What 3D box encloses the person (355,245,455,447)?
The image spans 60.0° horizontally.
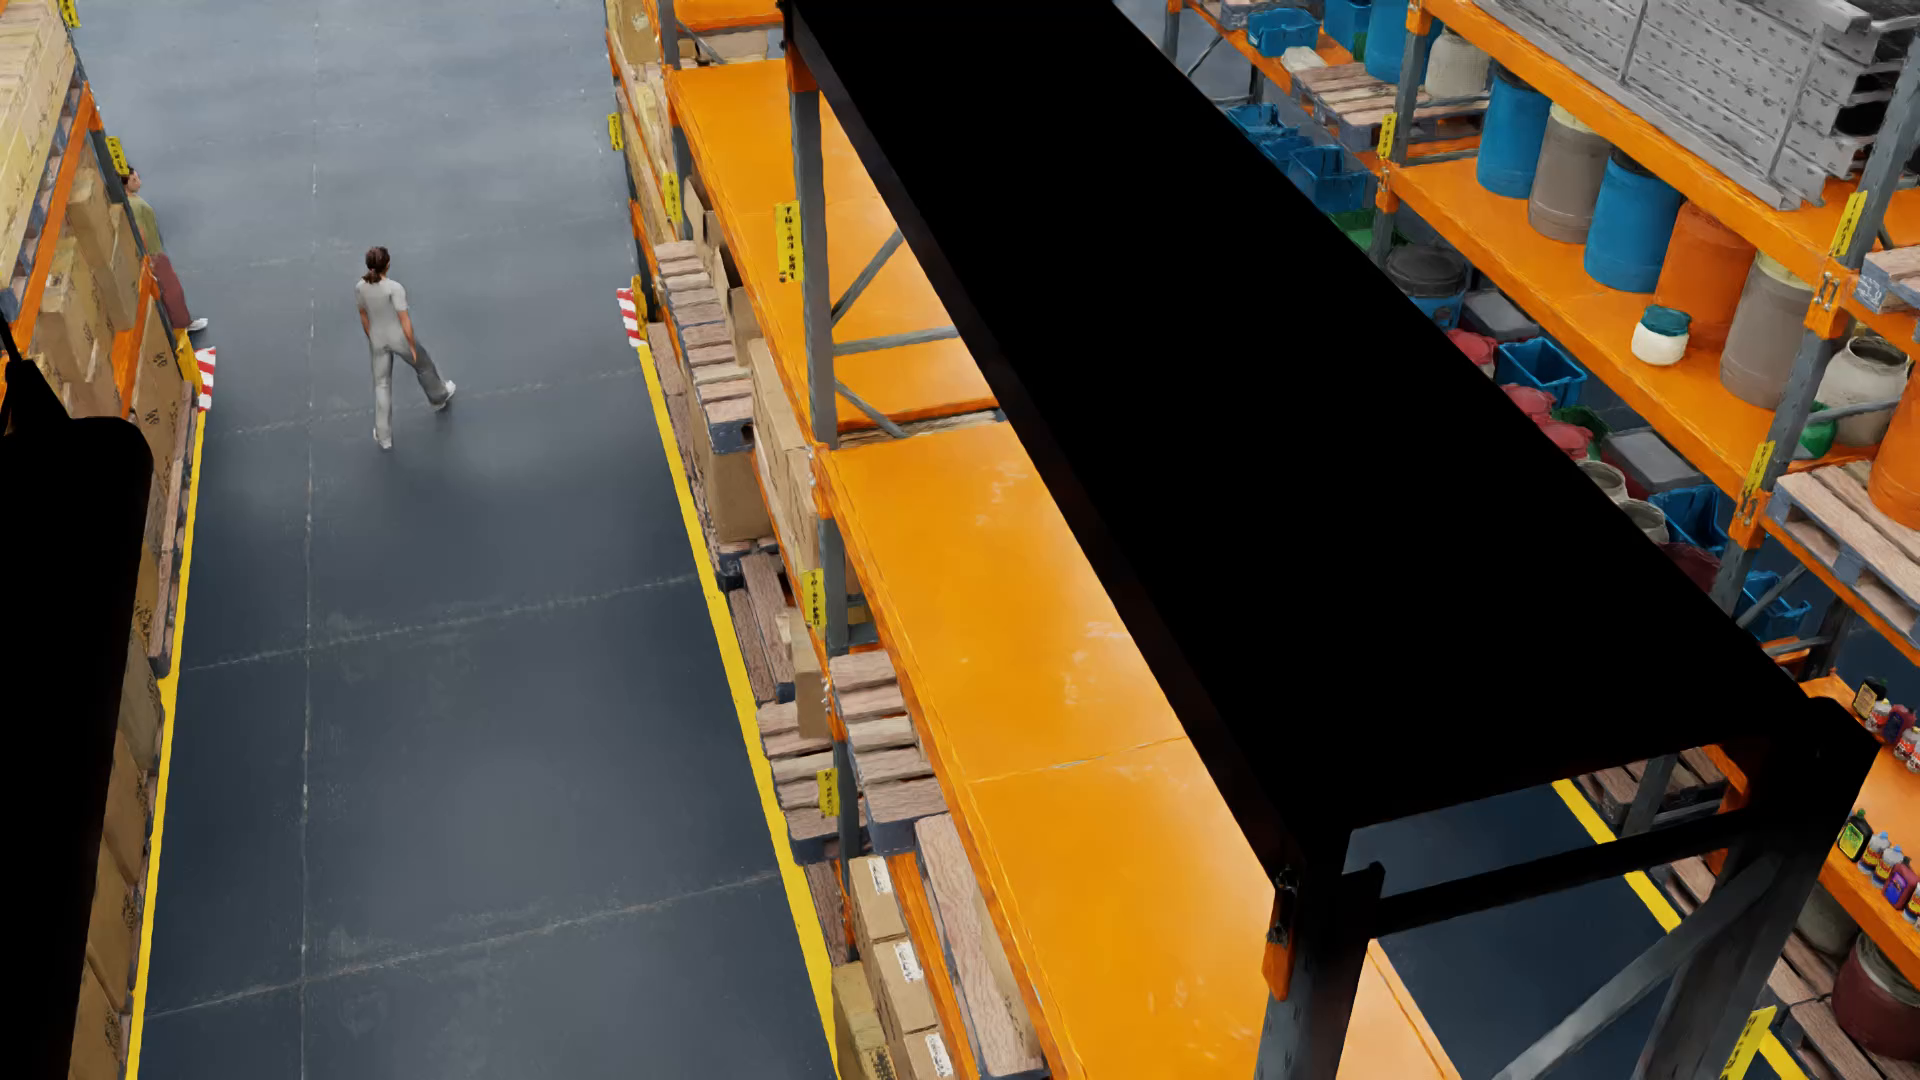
[{"bbox_3d":[-4.633,-1.648,13.602,0.482,1.621,0.949,4,39,5],"label":"person"}]

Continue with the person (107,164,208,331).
[{"bbox_3d":[-7.288,-2.577,14.744,0.620,1.667,0.601,26,45,29],"label":"person"}]
